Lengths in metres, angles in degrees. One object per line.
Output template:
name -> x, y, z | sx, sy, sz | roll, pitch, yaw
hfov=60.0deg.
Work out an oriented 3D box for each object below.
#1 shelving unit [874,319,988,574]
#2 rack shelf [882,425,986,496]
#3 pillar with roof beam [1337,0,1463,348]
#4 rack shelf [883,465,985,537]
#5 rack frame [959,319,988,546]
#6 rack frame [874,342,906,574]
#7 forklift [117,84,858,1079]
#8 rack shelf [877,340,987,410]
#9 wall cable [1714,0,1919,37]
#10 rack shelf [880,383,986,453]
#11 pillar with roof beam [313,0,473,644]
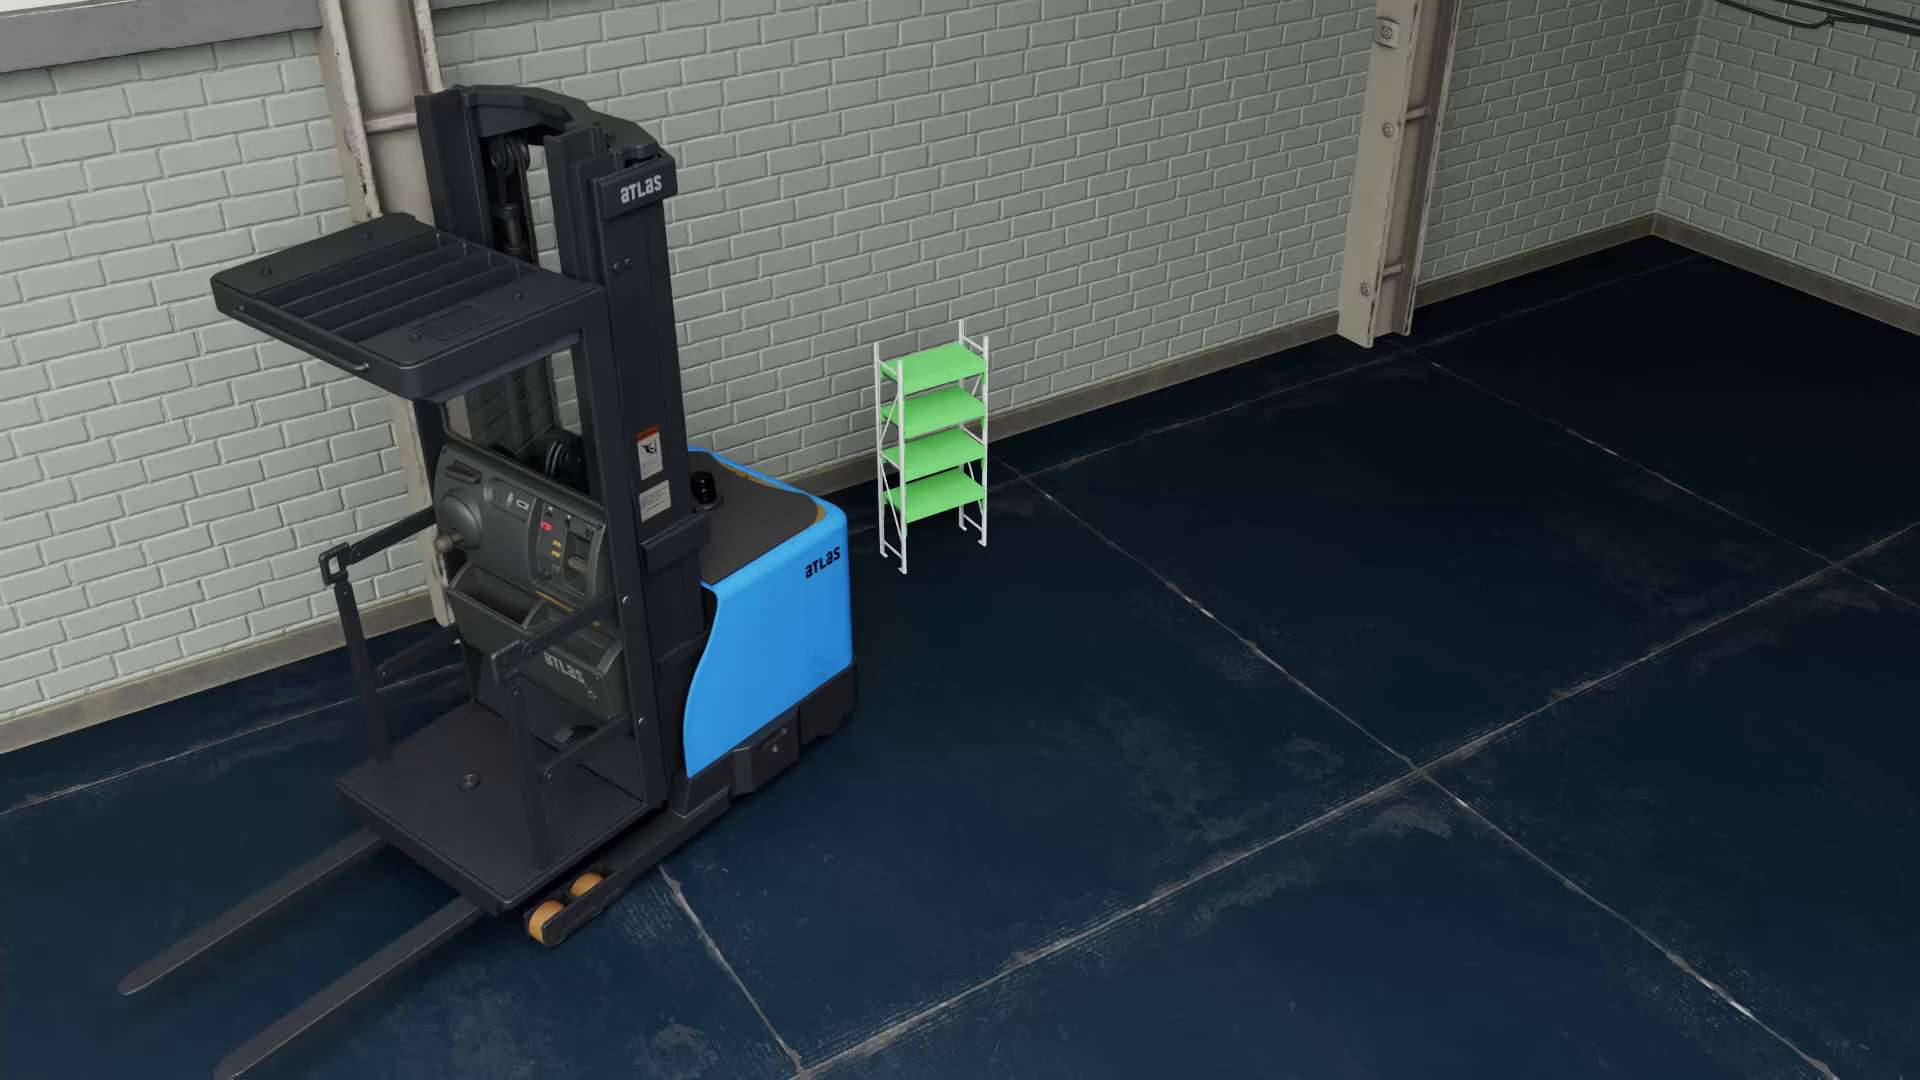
shelving unit -> -0.139, -0.460, 8.354 | 0.503, 1.200, 0.258 | -19, 37, -27
rack shelf -> -0.139, -0.406, 8.388 | 0.480, 0.148, 0.258 | -19, 37, -27
pillar with roof beam -> 5.034, -3.236, 5.445 | 0.400, 9.000, 9.100 | -19, 37, -27
rack shelf -> -0.139, -0.203, 8.516 | 0.480, 0.148, 0.258 | -19, 37, -27
rack frame -> 0.066, -0.530, 8.466 | 0.015, 1.200, 0.240 | -19, 37, -27
rack frame -> -0.344, -0.389, 8.242 | 0.015, 1.200, 0.240 | -19, 37, -27
forklift -> -1.764, -0.002, 6.007 | 1.130, 2.935, 3.031 | 23, 39, 32
rack shelf -> -0.139, -0.812, 8.132 | 0.480, 0.148, 0.258 | -19, 37, -27
wall cable -> 5.895, -4.112, 9.744 | 0.112, 2.526, 3.097 | -19, 37, -27
rack shelf -> -0.139, -0.609, 8.260 | 0.480, 0.148, 0.258 | -19, 37, -27
pillar with roof beam -> -0.009, -1.501, 2.696 | 0.400, 9.000, 9.100 | -19, 37, -27
